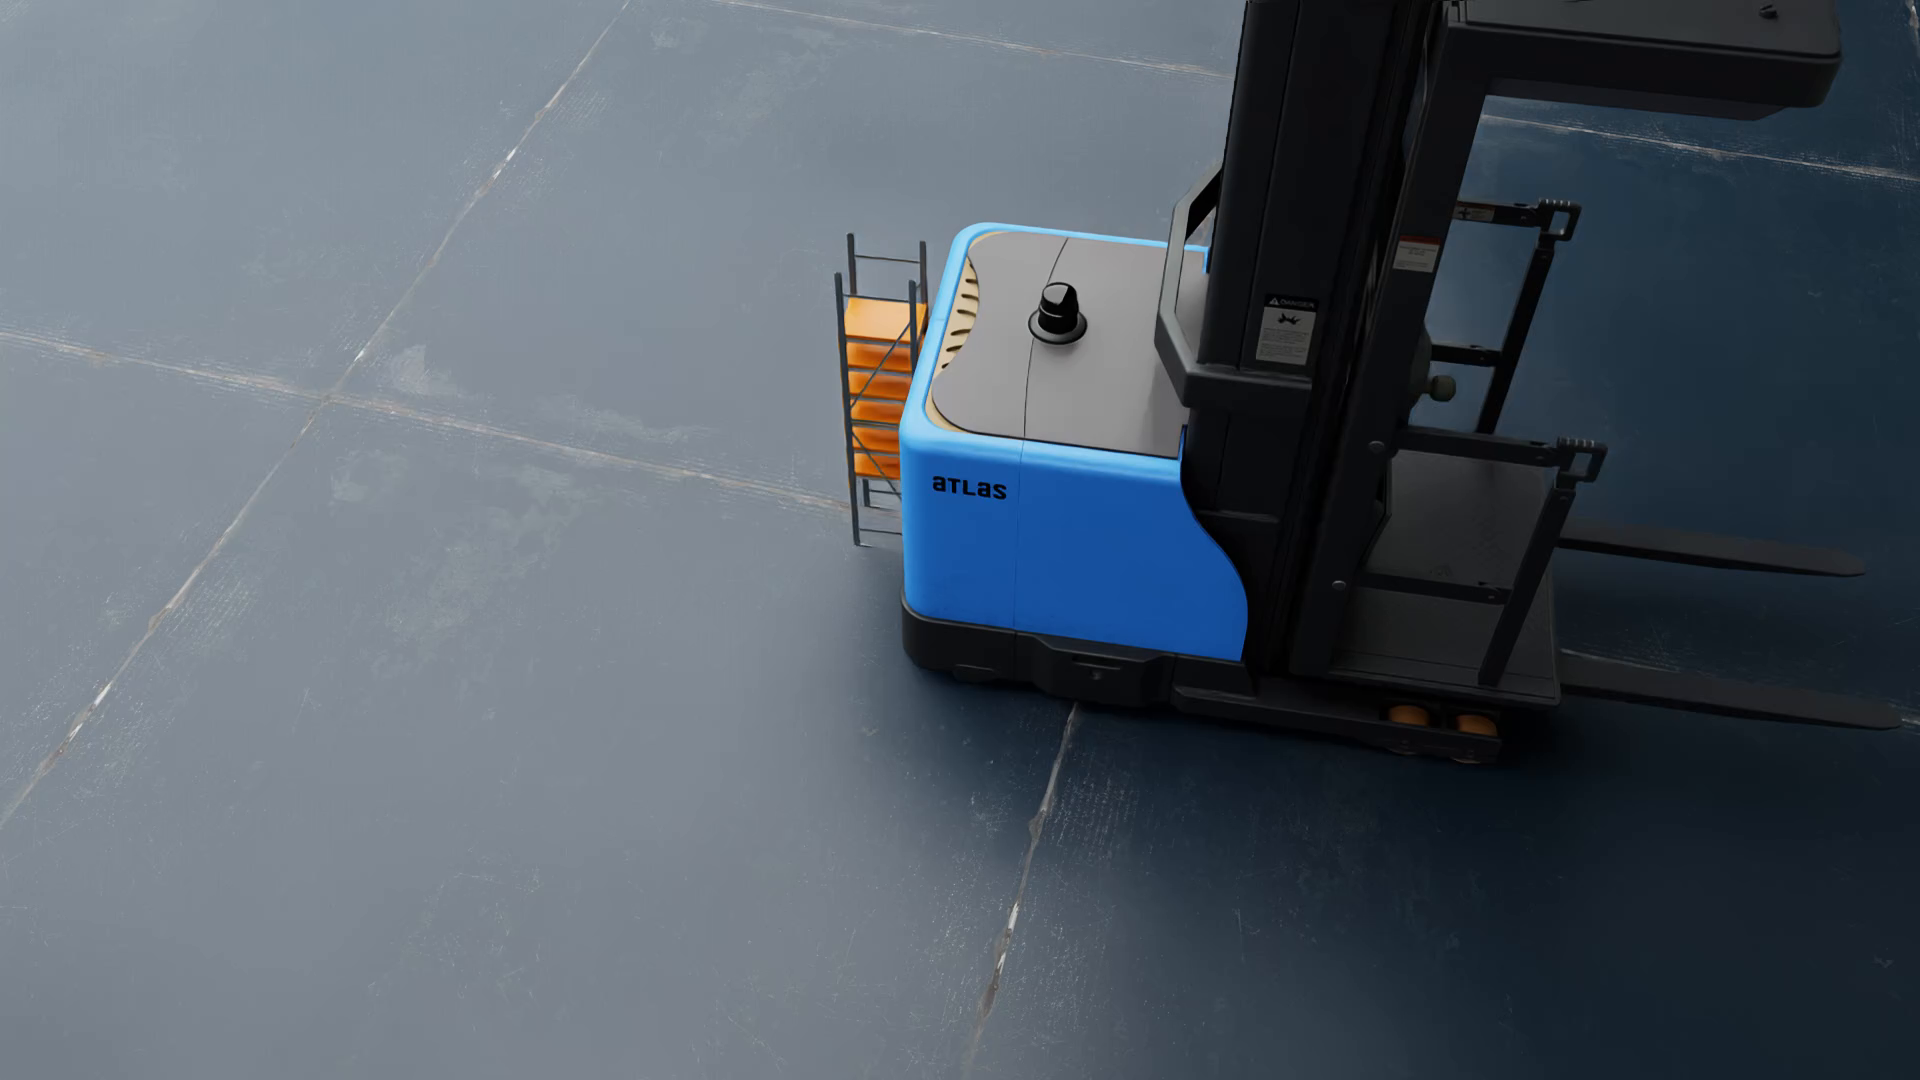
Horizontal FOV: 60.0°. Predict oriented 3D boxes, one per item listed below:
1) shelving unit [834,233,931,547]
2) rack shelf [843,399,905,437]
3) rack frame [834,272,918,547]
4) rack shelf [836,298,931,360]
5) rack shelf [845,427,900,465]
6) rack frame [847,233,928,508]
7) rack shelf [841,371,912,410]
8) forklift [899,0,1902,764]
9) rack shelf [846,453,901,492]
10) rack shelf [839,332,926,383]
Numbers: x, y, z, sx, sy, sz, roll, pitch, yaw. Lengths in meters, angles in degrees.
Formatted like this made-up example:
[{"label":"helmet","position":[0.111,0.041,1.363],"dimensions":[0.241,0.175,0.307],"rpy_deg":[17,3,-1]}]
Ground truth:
[{"label":"shelving unit","position":[-0.233,-0.435,5.334],"dimensions":[0.258,1.200,0.189],"rpy_deg":[7,49,6]},{"label":"rack shelf","position":[-0.233,-0.406,5.367],"dimensions":[0.258,0.103,0.180],"rpy_deg":[7,49,6]},{"label":"rack frame","position":[-0.247,-0.368,5.274],"dimensions":[0.240,1.200,0.006],"rpy_deg":[7,49,6]},{"label":"rack shelf","position":[-0.233,-0.644,5.097],"dimensions":[0.258,0.103,0.180],"rpy_deg":[7,49,6]},{"label":"rack shelf","position":[-0.233,-0.326,5.457],"dimensions":[0.258,0.103,0.180],"rpy_deg":[7,49,6]},{"label":"rack frame","position":[-0.219,-0.503,5.394],"dimensions":[0.240,1.200,0.006],"rpy_deg":[7,49,6]},{"label":"rack shelf","position":[-0.233,-0.485,5.277],"dimensions":[0.258,0.103,0.180],"rpy_deg":[7,49,6]},{"label":"forklift","position":[1.382,-0.714,4.425],"dimensions":[3.031,2.935,1.130],"rpy_deg":[8,49,7]},{"label":"rack shelf","position":[-0.233,-0.247,5.547],"dimensions":[0.258,0.103,0.180],"rpy_deg":[7,49,6]},{"label":"rack shelf","position":[-0.233,-0.565,5.187],"dimensions":[0.258,0.103,0.180],"rpy_deg":[7,49,6]}]
